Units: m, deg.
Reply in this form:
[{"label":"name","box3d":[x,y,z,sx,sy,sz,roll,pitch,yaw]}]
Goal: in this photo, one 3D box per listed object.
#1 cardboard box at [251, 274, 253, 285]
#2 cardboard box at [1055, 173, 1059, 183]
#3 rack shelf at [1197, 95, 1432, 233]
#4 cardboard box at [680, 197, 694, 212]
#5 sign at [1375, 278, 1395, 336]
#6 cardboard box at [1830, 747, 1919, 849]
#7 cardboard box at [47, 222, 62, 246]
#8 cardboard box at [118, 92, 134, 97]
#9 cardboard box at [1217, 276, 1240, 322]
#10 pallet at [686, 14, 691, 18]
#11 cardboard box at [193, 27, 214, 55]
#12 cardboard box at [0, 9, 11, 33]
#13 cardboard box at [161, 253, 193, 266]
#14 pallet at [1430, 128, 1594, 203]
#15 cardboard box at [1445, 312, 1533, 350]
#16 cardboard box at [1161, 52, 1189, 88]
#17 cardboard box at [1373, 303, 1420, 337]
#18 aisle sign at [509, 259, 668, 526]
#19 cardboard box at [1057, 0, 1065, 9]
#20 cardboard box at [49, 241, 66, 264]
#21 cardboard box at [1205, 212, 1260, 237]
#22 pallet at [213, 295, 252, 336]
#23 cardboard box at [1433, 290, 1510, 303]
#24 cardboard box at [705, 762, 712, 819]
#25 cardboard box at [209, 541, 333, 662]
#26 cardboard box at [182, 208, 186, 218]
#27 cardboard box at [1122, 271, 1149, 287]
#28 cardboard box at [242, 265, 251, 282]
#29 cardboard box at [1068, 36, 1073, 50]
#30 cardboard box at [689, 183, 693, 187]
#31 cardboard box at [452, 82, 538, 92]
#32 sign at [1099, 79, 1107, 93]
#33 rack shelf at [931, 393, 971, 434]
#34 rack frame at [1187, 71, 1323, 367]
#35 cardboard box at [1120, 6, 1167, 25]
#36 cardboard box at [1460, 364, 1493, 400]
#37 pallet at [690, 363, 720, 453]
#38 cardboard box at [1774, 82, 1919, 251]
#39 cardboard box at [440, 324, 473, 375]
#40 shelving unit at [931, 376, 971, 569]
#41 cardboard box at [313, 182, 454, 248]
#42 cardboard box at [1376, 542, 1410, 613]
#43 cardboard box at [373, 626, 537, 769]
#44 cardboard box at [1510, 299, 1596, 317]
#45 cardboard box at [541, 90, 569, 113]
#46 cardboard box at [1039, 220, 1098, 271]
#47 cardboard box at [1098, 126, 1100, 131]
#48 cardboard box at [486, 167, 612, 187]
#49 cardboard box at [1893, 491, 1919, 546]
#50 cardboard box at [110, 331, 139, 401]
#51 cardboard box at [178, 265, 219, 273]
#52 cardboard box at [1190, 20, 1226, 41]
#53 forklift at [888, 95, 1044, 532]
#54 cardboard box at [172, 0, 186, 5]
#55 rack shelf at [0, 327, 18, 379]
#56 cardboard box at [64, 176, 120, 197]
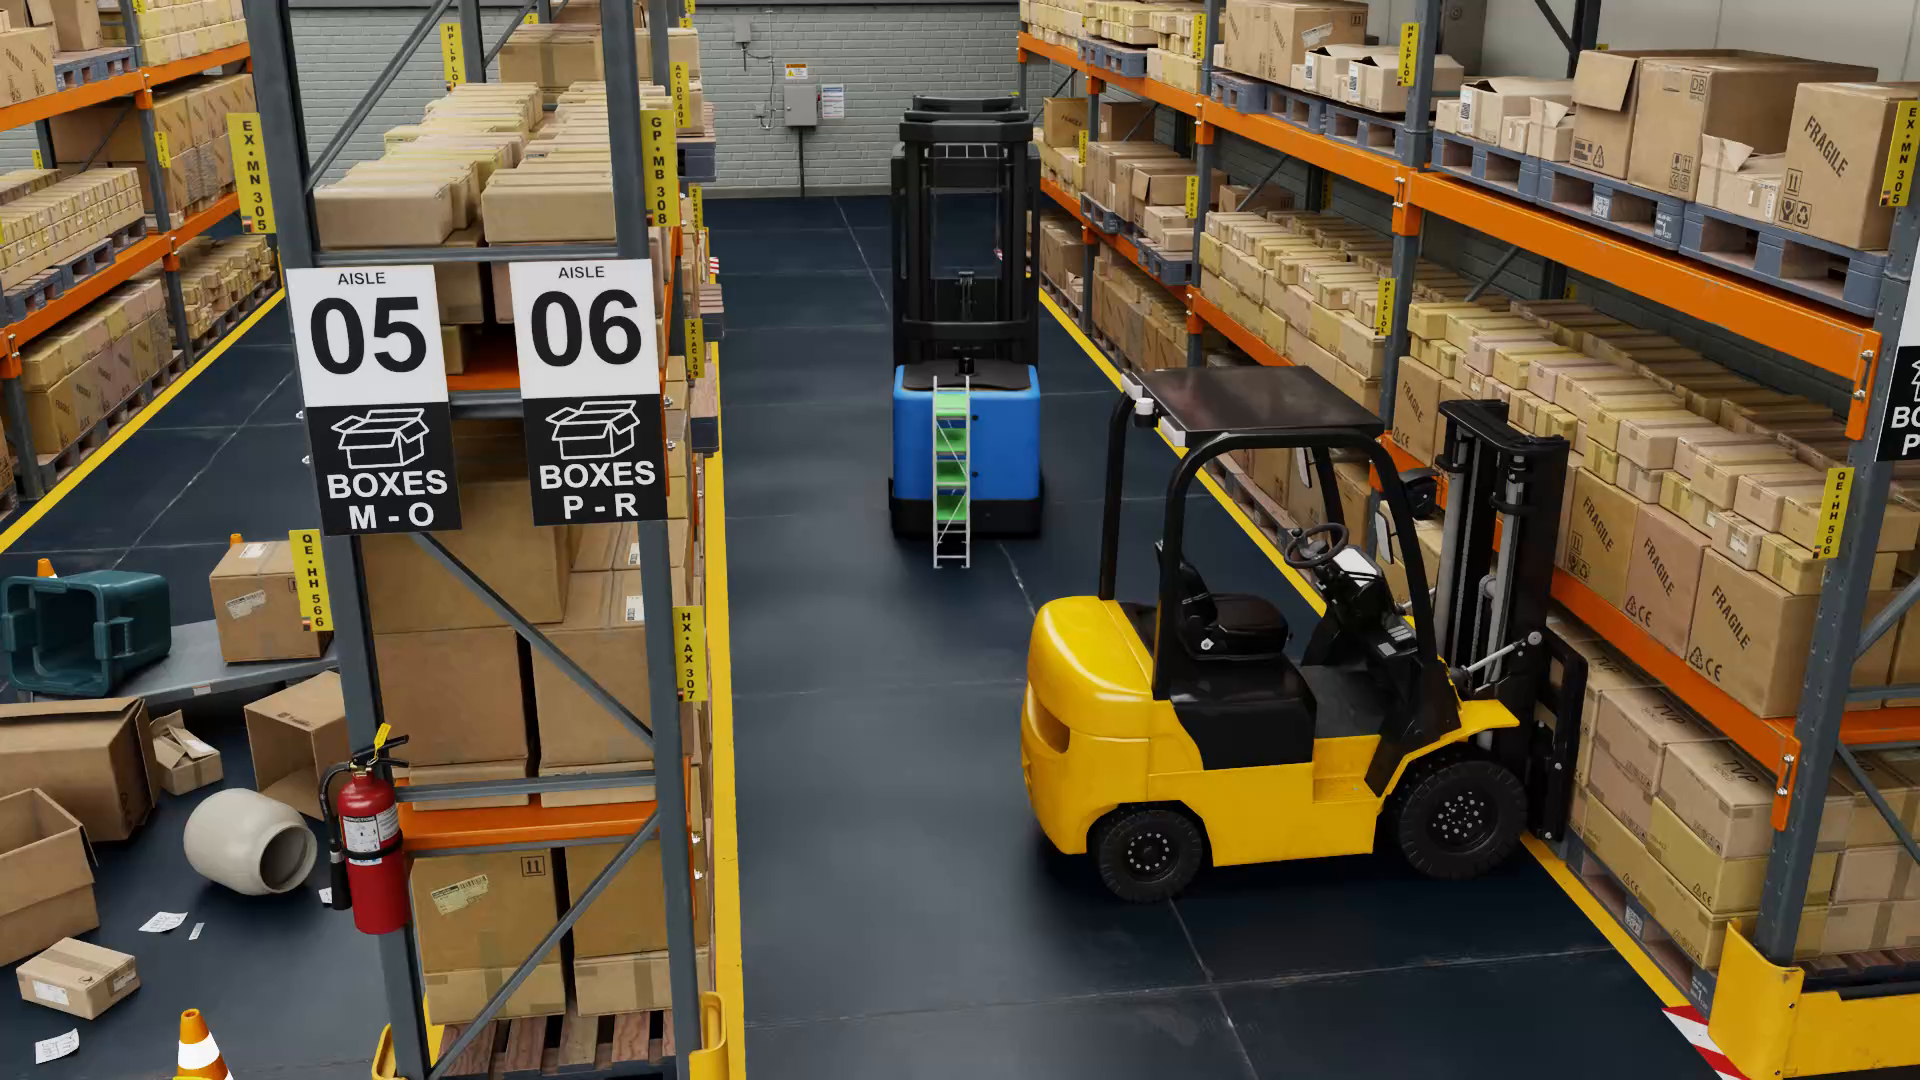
[{"label":"cardboard box","box3d":[-8.158,-2.888,18.635,0.380,0.149,0.250,-3,21,-7]},{"label":"cardboard box","box3d":[1.292,-4.129,18.844,0.380,0.149,0.250,-3,21,-8]},{"label":"rack shelf","box3d":[2.658,-2.605,11.145,1.077,0.370,4.000,-3,21,-8]},{"label":"cardboard box","box3d":[-2.201,-2.217,12.197,0.500,0.500,0.500,-4,21,-9]},{"label":"sign","box3d":[2.411,-1.319,9.419,0.100,0.325,0.005,-3,21,-8]},{"label":"cardboard box","box3d":[3.641,0.987,6.686,0.500,0.250,0.500,-3,21,-9]},{"label":"cardboard box","box3d":[-7.451,-2.449,13.319,0.380,0.149,0.250,-3,21,-8]},{"label":"cardboard box","box3d":[-8.477,-4.238,16.780,0.500,0.500,0.500,-2,21,-6]},{"label":"cardboard box","box3d":[2.259,-1.819,12.513,0.500,0.250,0.500,-3,21,-9]},{"label":"pallet","box3d":[-3.578,-5.855,18.945,1.003,0.211,1.213,-3,21,-8]},{"label":"cardboard box","box3d":[-8.016,-5.122,17.070,0.500,0.250,0.500,-2,21,-5]},{"label":"cardboard box","box3d":[-7.361,-3.923,12.407,0.396,0.266,0.258,-3,21,-8]},{"label":"cardboard box","box3d":[-8.623,-3.043,18.201,0.380,0.149,0.250,-2,21,-6]},{"label":"pallet","box3d":[3.095,-1.914,8.393,1.003,0.211,1.213,-3,21,-8]},{"label":"cardboard box","box3d":[2.843,-1.124,8.943,0.380,0.149,0.250,-3,21,-7]},{"label":"cardboard box","box3d":[1.982,-3.904,13.808,0.500,0.250,0.500,-3,21,-8]},{"label":"cardboard box","box3d":[2.677,-1.302,9.846,0.380,0.149,0.250,-2,21,-6]},{"label":"aisle sign","box3d":[-1.073,-0.420,4.838,0.394,0.787,0.004,-3,21,-8]},{"label":"cardboard box","box3d":[1.335,-5.837,17.844,0.500,0.250,0.500,-3,21,-7]},{"label":"cardboard box","box3d":[-7.449,-2.309,13.370,0.380,0.149,0.250,-2,21,-6]},{"label":"cardboard box","box3d":[2.124,-2.455,12.932,0.380,0.149,0.250,-2,21,-6]},{"label":"pallet","box3d":[-8.313,-2.426,17.909,1.003,0.211,1.213,-3,21,-8]},{"label":"cardboard box","box3d":[3.121,-1.423,10.170,0.380,0.149,0.250,-4,21,-10]},{"label":"cardboard box","box3d":[-1.388,1.225,7.479,0.500,0.250,0.500,-2,21,-4]},{"label":"cardboard box","box3d":[-3.722,0.324,9.053,0.500,0.500,0.500,-3,21,-8]},{"label":"cardboard box","box3d":[-7.920,-3.250,16.490,0.380,0.149,0.250,-4,21,-10]},{"label":"cardboard box","box3d":[1.799,-2.532,16.253,0.380,0.149,0.250,-3,21,-9]},{"label":"cardboard box","box3d":[-8.056,-2.937,18.341,0.380,0.149,0.250,-3,21,-7]},{"label":"cardboard box","box3d":[1.356,-5.275,17.624,0.380,0.149,0.250,-3,21,-8]},{"label":"cardboard box","box3d":[-2.511,-3.027,13.962,0.500,0.500,0.500,-2,21,-6]},{"label":"cardboard box","box3d":[-2.243,-2.128,8.060,0.380,0.149,0.250,-3,21,-9]},{"label":"sign","box3d":[1.768,-5.711,20.613,0.100,0.325,0.005,-3,21,-8]},{"label":"rack shelf","box3d":[-0.057,-0.846,11.078,0.258,0.148,0.480,0,20,0]},{"label":"rack frame","box3d":[2.370,-2.229,13.398,1.000,3.000,0.127,-3,21,-8]},{"label":"cardboard box","box3d":[1.656,-4.717,14.961,0.380,0.149,0.250,-3,21,-7]},{"label":"cardboard box","box3d":[2.798,-0.804,8.512,0.380,0.149,0.250,-2,21,-7]},{"label":"pallet","box3d":[-1.931,-0.775,9.778,1.003,0.211,1.213,-3,21,-8]},{"label":"cardboard box","box3d":[3.218,-1.296,5.726,0.500,0.500,0.500,-2,21,-6]},{"label":"cardboard box","box3d":[-1.717,-0.605,5.120,0.380,0.149,0.250,-3,21,-8]},{"label":"shelving unit","box3d":[-0.057,-0.456,11.223,0.258,1.200,0.503,0,20,0]},{"label":"cardboard box","box3d":[-1.729,-0.971,4.961,0.380,0.149,0.250,-3,21,-7]},{"label":"cardboard box","box3d":[2.710,0.196,9.520,0.500,0.250,0.500,-3,21,-8]},{"label":"cardboard box","box3d":[-1.739,0.432,5.705,0.500,0.500,0.500,-3,21,-9]},{"label":"cardboard box","box3d":[3.291,-1.239,9.252,0.380,0.149,0.250,-3,21,-8]},{"label":"cardboard box","box3d":[-2.193,-2.319,8.966,0.500,0.250,0.500,-3,21,-9]},{"label":"cardboard box","box3d":[1.295,-3.510,19.801,0.700,0.500,0.500,-2,21,-6]},{"label":"cardboard box","box3d":[1.545,-4.922,20.398,0.500,0.250,0.500,-2,21,-6]},{"label":"cardboard box","box3d":[-1.290,-1.089,5.276,0.380,0.149,0.250,-3,21,-8]},{"label":"cardboard box","box3d":[3.686,-0.077,6.139,0.380,0.149,0.250,-3,21,-9]},{"label":"cardboard box","box3d":[-7.503,-1.505,14.430,0.500,0.500,0.500,-3,21,-9]},{"label":"cardboard box","box3d":[-8.050,-2.803,17.557,0.380,0.149,0.250,-4,21,-10]},{"label":"cardboard box","box3d":[2.027,-3.995,13.056,0.380,0.149,0.250,-2,21,-6]},{"label":"forklift","box3d":[0.042,-1.890,12.588,1.130,2.935,3.031,0,20,0]},{"label":"cardboard box","box3d":[-7.946,-5.404,16.542,0.380,0.149,0.250,-2,21,-5]},{"label":"rack shelf","box3d":[-7.137,-0.664,10.234,1.077,0.370,4.000,-3,21,-8]},{"label":"cardboard box","box3d":[-7.676,-3.124,14.702,0.380,0.149,0.250,-4,21,-9]}]
